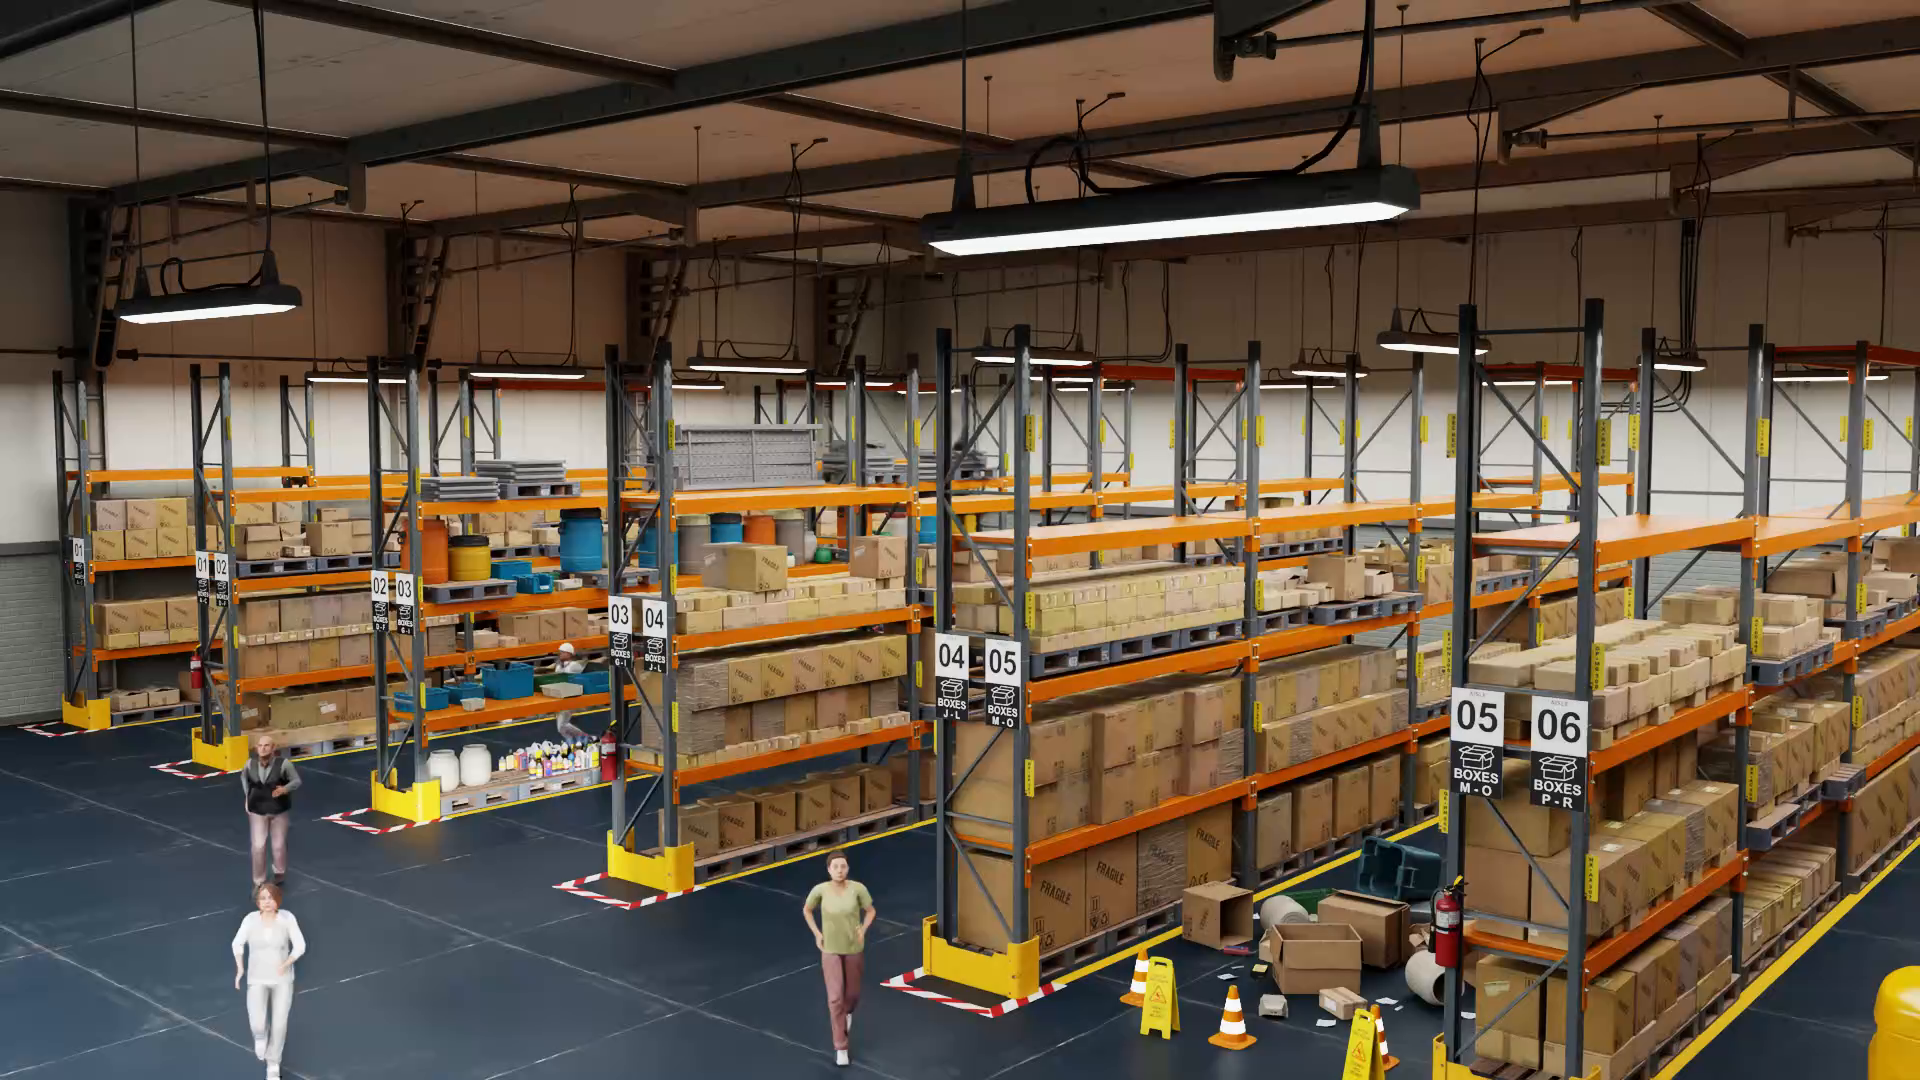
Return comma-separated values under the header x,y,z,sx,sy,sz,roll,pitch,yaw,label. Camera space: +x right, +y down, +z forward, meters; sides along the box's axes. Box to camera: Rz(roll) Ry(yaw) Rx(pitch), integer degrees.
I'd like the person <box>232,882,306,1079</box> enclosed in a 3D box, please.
x,y,z,sx,sy,sz,roll,pitch,yaw,label
-5.397,3.465,12.988,0.542,1.545,0.499,-1,4,-19,person

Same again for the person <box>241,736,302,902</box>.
x,y,z,sx,sy,sz,roll,pitch,yaw,label
-7.494,3.003,18.106,0.648,1.772,0.779,-1,4,-16,person

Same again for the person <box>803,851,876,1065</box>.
x,y,z,sx,sy,sz,roll,pitch,yaw,label
-0.981,3.347,13.590,0.593,1.653,0.822,-1,4,-8,person

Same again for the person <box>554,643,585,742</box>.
x,y,z,sx,sy,sz,roll,pitch,yaw,label
-6.078,2.449,25.585,0.662,1.734,0.568,4,6,42,person
